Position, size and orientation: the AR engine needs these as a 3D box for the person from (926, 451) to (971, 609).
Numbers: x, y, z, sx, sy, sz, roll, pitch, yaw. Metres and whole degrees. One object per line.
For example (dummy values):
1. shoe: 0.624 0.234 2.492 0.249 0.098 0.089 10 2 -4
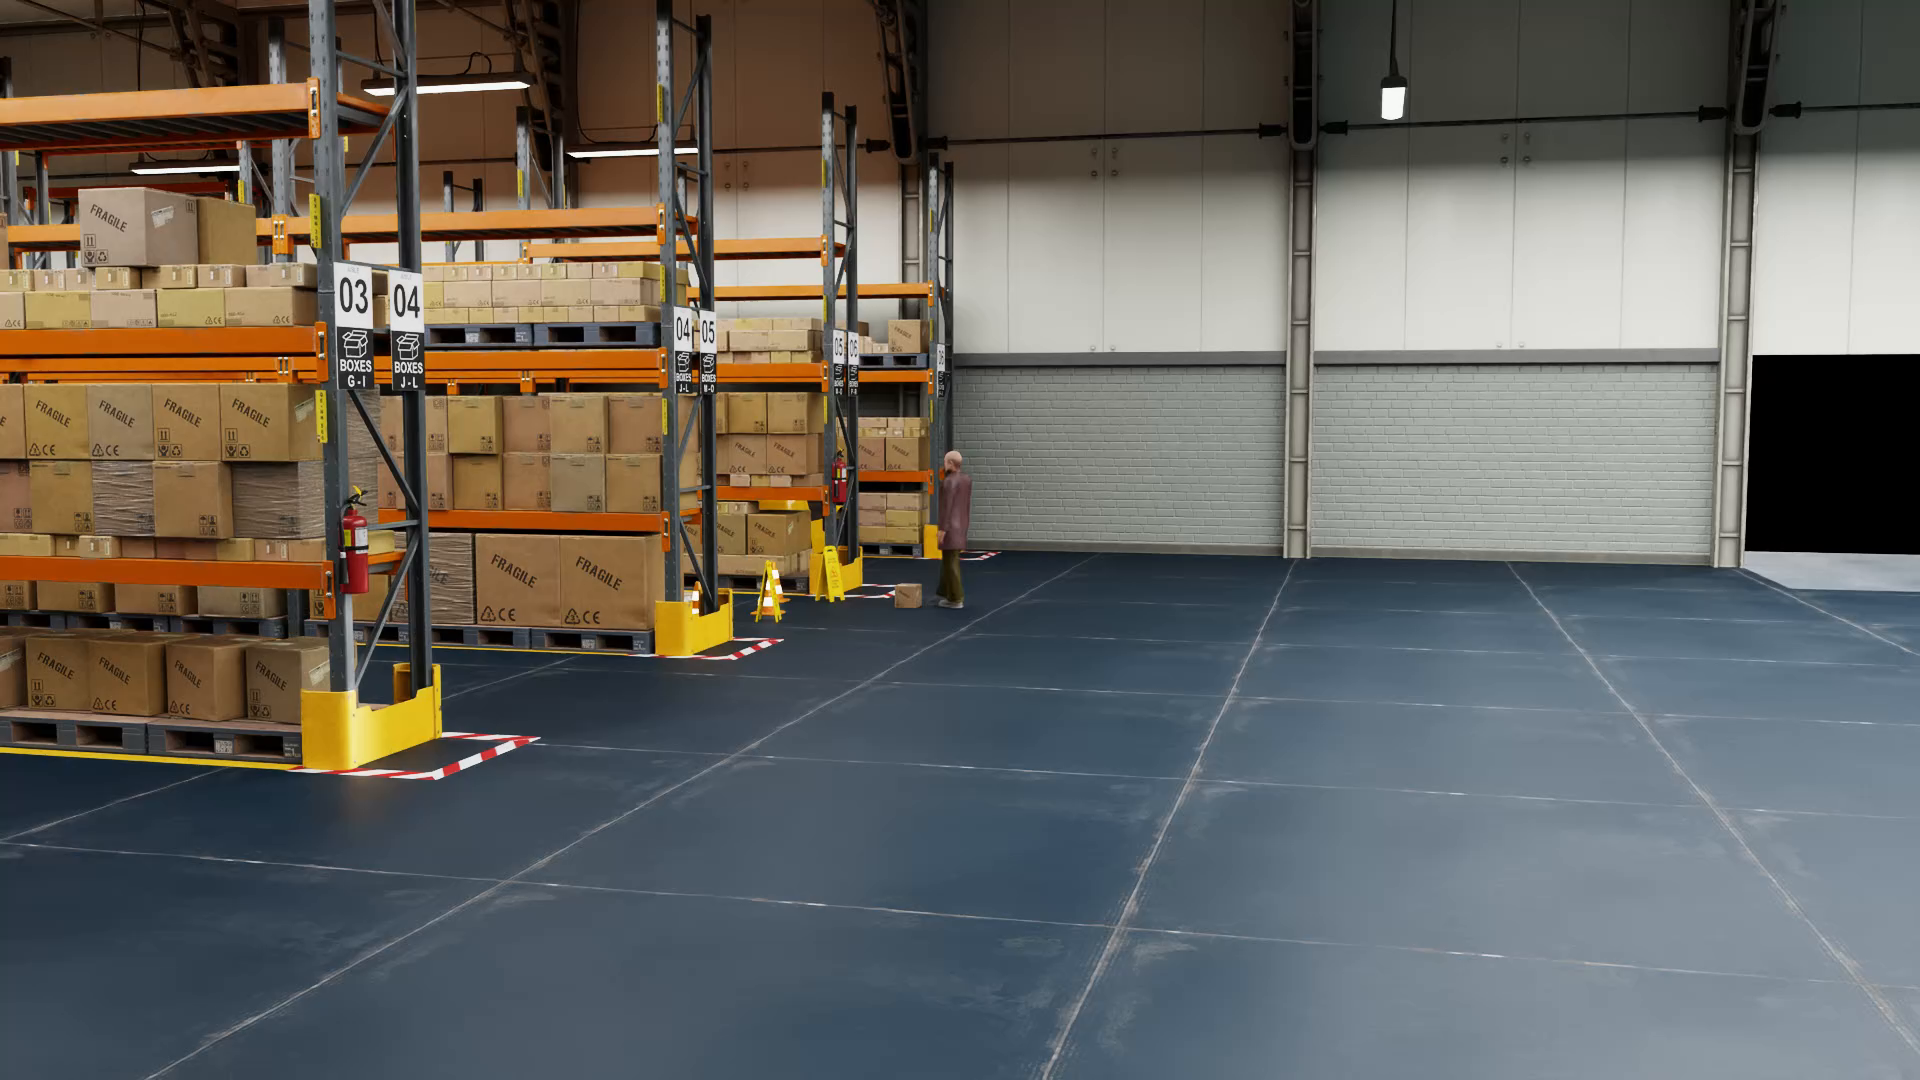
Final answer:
1. person: -0.202 -0.143 18.888 0.631 1.741 0.591 2 5 26
